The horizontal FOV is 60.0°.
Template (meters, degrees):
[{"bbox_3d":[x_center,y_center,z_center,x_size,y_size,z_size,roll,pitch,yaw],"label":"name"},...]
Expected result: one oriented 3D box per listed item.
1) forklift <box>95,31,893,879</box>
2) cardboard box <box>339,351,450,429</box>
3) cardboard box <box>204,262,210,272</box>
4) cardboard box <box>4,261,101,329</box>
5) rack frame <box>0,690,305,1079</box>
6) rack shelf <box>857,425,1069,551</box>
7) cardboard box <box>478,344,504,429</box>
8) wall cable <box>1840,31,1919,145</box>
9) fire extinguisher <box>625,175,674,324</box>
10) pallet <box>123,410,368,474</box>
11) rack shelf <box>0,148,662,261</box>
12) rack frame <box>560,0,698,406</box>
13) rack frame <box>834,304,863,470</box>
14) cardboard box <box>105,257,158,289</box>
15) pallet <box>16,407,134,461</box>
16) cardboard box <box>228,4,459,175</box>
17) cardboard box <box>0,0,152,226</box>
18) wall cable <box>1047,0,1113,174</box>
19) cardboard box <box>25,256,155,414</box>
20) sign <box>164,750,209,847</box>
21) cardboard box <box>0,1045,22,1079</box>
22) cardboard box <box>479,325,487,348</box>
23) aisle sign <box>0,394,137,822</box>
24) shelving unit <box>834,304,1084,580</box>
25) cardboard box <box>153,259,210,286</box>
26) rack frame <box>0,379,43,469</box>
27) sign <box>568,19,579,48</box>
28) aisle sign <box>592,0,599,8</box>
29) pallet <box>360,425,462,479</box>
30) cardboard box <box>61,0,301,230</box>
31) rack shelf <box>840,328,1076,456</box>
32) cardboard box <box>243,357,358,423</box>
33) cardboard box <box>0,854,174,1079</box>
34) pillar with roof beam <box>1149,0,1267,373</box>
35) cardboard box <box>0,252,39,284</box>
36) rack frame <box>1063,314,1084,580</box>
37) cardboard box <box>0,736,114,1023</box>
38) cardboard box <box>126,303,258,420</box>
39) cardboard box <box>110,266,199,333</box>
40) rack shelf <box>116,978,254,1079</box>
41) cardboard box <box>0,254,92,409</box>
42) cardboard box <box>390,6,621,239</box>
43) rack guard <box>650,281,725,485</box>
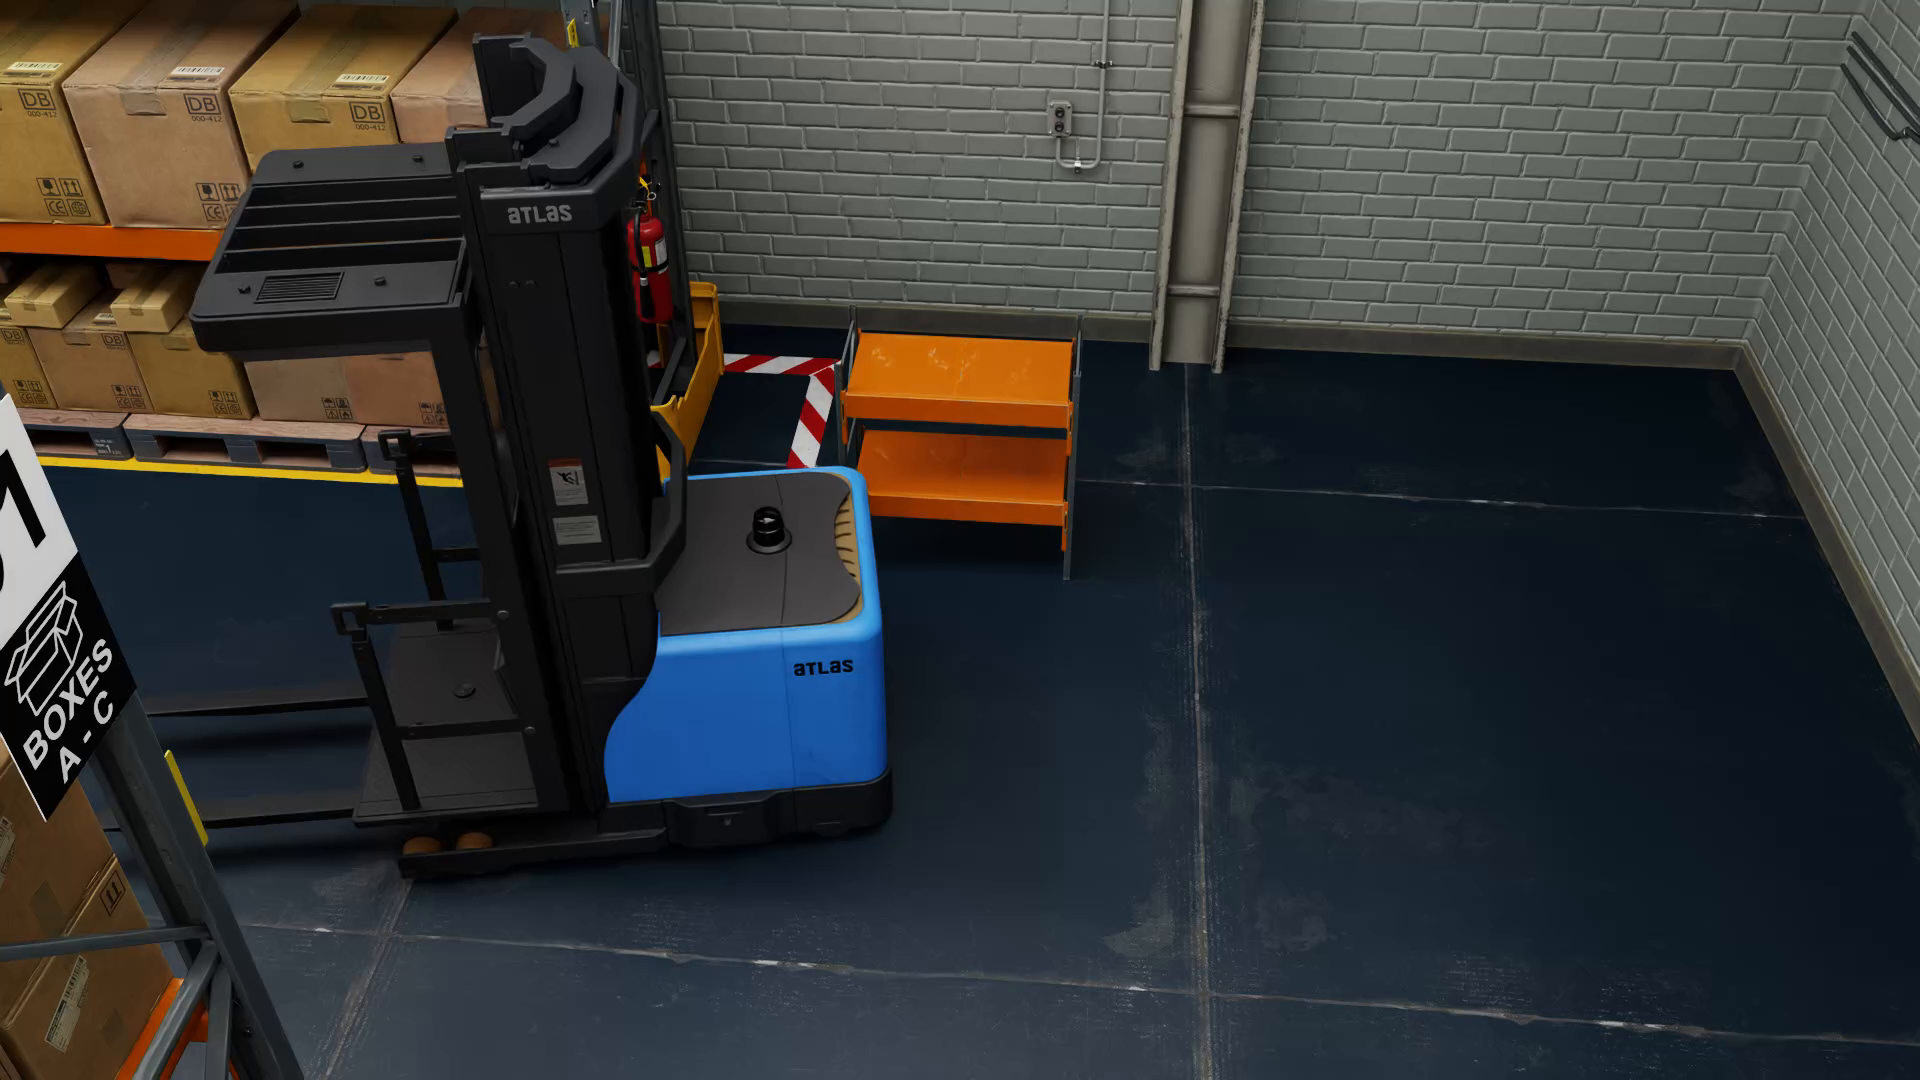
[{"bbox_3d":[-1.816,-0.201,5.845,3.031,2.935,1.130,-4,39,-5],"label":"forklift"},{"bbox_3d":[-2.727,-0.975,8.390,0.500,0.500,0.700,3,39,4],"label":"cardboard box"},{"bbox_3d":[-3.602,-1.401,8.399,0.250,0.149,0.380,2,39,3],"label":"cardboard box"},{"bbox_3d":[-4.445,-1.204,8.157,0.250,0.149,0.380,4,39,5],"label":"cardboard box"},{"bbox_3d":[-1.946,1.336,3.903,0.127,3.000,1.000,3,39,4],"label":"rack frame"},{"bbox_3d":[0.007,-0.246,7.719,1.000,0.278,0.538,3,39,4],"label":"rack shelf"},{"bbox_3d":[-2.228,-0.948,8.357,0.500,0.500,0.700,3,39,4],"label":"cardboard box"},{"bbox_3d":[4.082,-2.369,6.162,0.112,2.526,3.097,3,39,4],"label":"wall cable"},{"bbox_3d":[-1.412,-1.306,7.506,0.183,0.674,0.296,3,39,4],"label":"fire extinguisher"},{"bbox_3d":[-3.537,-0.760,8.687,1.213,0.211,1.003,3,39,4],"label":"pallet"},{"bbox_3d":[-3.515,-1.609,8.091,4.000,0.370,1.077,3,39,4],"label":"rack shelf"},{"bbox_3d":[-1.522,-1.779,7.730,0.127,3.000,1.000,3,39,4],"label":"rack frame"},{"bbox_3d":[-0.500,-0.464,7.599,0.032,1.125,0.500,3,39,4],"label":"rack frame"},{"bbox_3d":[-4.111,-1.428,8.433,0.250,0.149,0.380,2,39,2],"label":"cardboard box"},{"bbox_3d":[-4.756,-0.825,8.767,1.213,0.211,1.003,3,39,4],"label":"pallet"},{"bbox_3d":[-2.757,-1.950,7.702,0.700,0.700,0.980,3,39,3],"label":"cardboard box"},{"bbox_3d":[-4.241,-2.031,7.801,0.700,0.700,0.980,2,39,3],"label":"cardboard box"},{"bbox_3d":[-0.165,-2.699,8.055,1.851,1.984,0.084,3,39,4],"label":"wall cable"},{"bbox_3d":[-4.271,-1.056,8.489,0.500,0.500,0.700,3,39,3],"label":"cardboard box"},{"bbox_3d":[-1.899,0.659,4.049,0.005,0.325,0.100,3,39,4],"label":"sign"},{"bbox_3d":[-2.415,1.444,3.691,0.500,0.500,0.500,4,39,5],"label":"cardboard box"},{"bbox_3d":[-2.372,-1.092,8.020,0.250,0.149,0.380,3,39,3],"label":"cardboard box"},{"bbox_3d":[-1.852,0.147,3.304,0.004,0.787,0.394,3,39,4],"label":"aisle sign"},{"bbox_3d":[0.007,-0.436,7.565,1.048,1.125,0.538,3,39,4],"label":"shelving unit"},{"bbox_3d":[-3.859,-1.414,8.415,0.250,0.149,0.380,4,39,4],"label":"cardboard box"},{"bbox_3d":[-1.946,-0.990,2.009,0.127,3.000,1.000,3,39,4],"label":"rack frame"},{"bbox_3d":[-1.583,-1.980,6.872,0.005,0.325,0.100,3,39,4],"label":"sign"},{"bbox_3d":[-1.476,-2.595,6.673,0.004,0.787,0.394,3,39,4],"label":"aisle sign"},{"bbox_3d":[-2.325,-0.692,8.604,1.213,0.211,1.003,3,39,4],"label":"pallet"},{"bbox_3d":[-3.516,-1.997,7.760,0.700,0.700,0.980,1,39,2],"label":"cardboard box"},{"bbox_3d":[0.007,-0.663,7.380,1.000,0.278,0.538,3,39,4],"label":"rack shelf"},{"bbox_3d":[-3.228,-1.002,8.423,0.500,0.500,0.700,2,39,2],"label":"cardboard box"},{"bbox_3d":[-2.365,1.107,4.105,0.500,0.500,0.500,4,39,5],"label":"cardboard box"},{"bbox_3d":[0.871,-1.796,2.998,0.400,9.000,9.100,3,39,4],"label":"pillar with roof beam"},{"bbox_3d":[-4.898,-1.470,8.484,0.250,0.149,0.380,3,39,4],"label":"cardboard box"},{"bbox_3d":[0.513,-0.408,7.531,0.032,1.125,0.500,3,39,4],"label":"rack frame"},{"bbox_3d":[-2.365,0.720,3.789,0.500,0.500,0.500,4,39,5],"label":"cardboard box"},{"bbox_3d":[-3.760,-1.027,8.453,0.500,0.500,0.700,4,39,5],"label":"cardboard box"},{"bbox_3d":[-3.925,-1.175,8.122,0.250,0.149,0.380,2,39,3],"label":"cardboard box"},{"bbox_3d":[-3.938,1.506,4.264,4.000,0.370,1.077,3,39,4],"label":"rack shelf"},{"bbox_3d":[-4.771,-1.086,8.525,0.500,0.500,0.700,4,39,4],"label":"cardboard box"},{"bbox_3d":[-2.031,-1.917,7.662,0.700,0.700,0.980,5,39,6],"label":"cardboard box"},{"bbox_3d":[-1.498,-0.809,8.518,0.348,0.500,1.175,3,39,4],"label":"rack guard"}]
